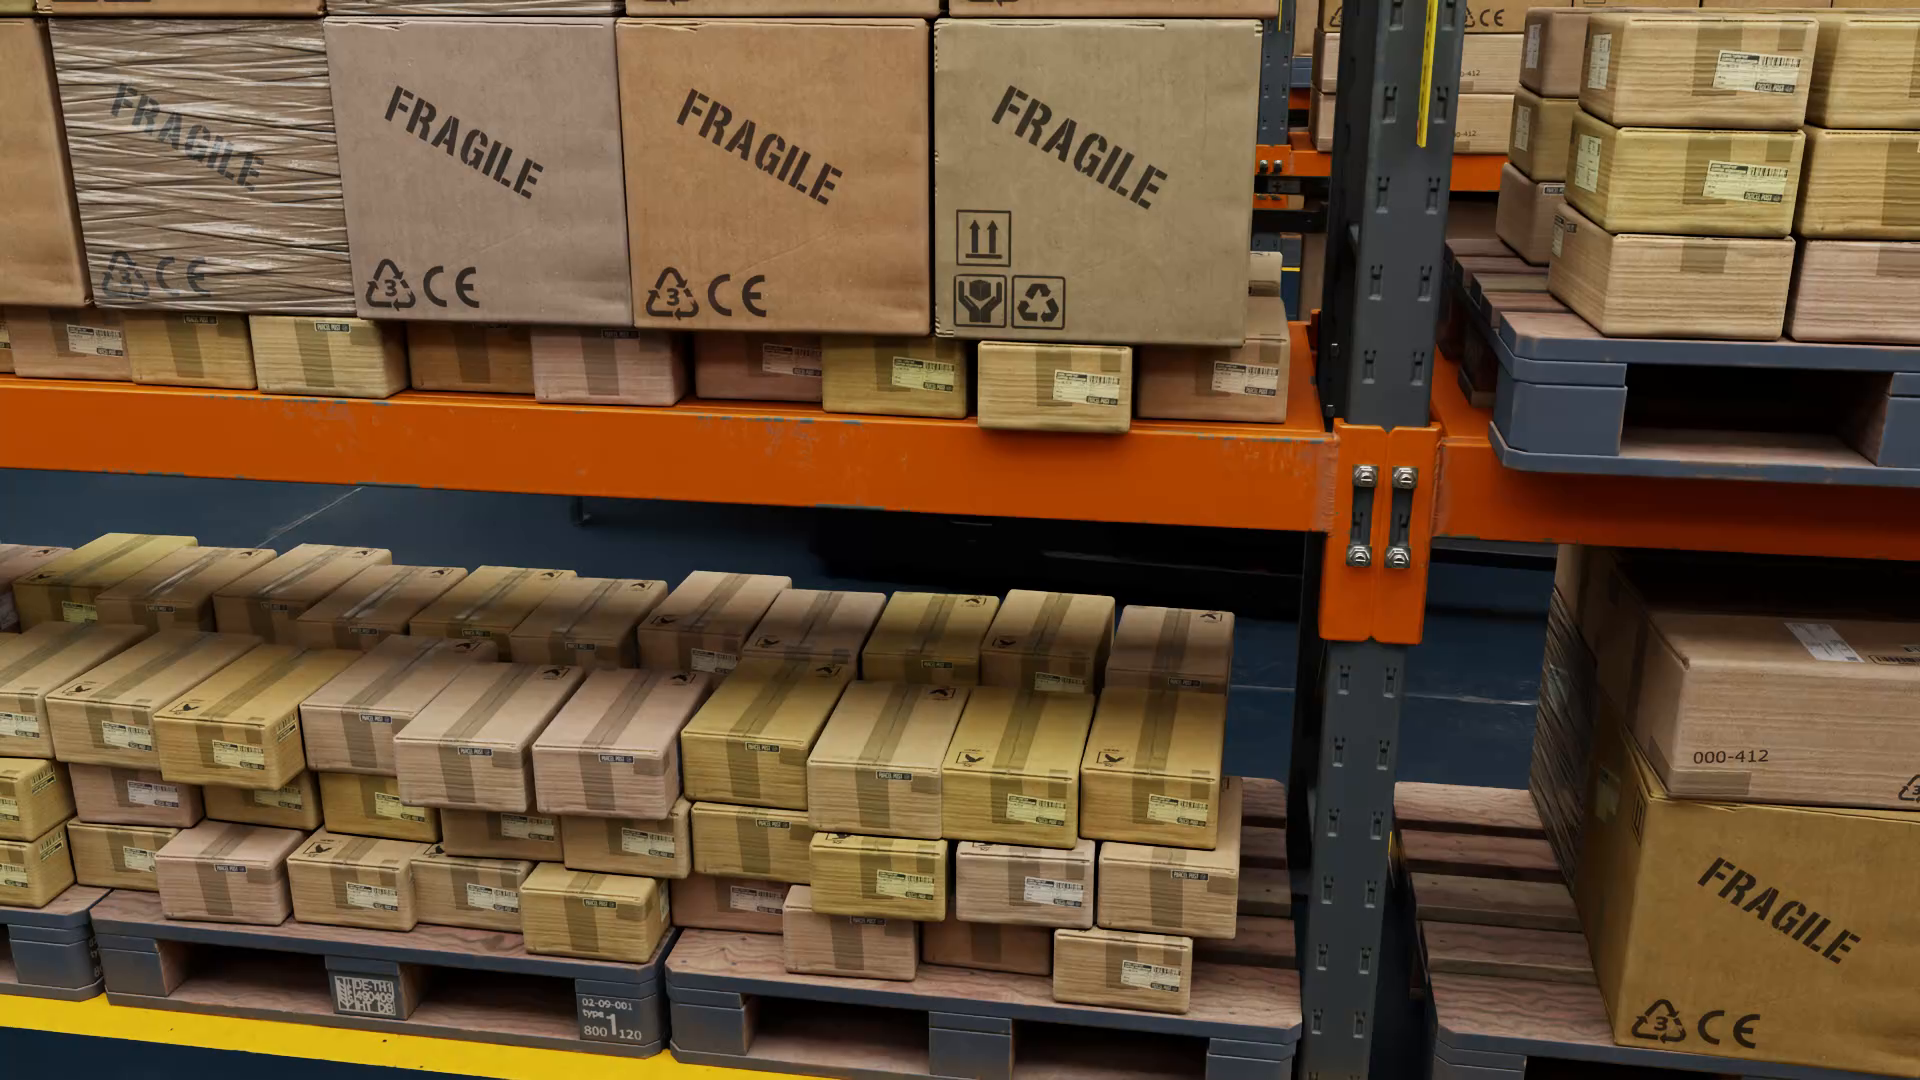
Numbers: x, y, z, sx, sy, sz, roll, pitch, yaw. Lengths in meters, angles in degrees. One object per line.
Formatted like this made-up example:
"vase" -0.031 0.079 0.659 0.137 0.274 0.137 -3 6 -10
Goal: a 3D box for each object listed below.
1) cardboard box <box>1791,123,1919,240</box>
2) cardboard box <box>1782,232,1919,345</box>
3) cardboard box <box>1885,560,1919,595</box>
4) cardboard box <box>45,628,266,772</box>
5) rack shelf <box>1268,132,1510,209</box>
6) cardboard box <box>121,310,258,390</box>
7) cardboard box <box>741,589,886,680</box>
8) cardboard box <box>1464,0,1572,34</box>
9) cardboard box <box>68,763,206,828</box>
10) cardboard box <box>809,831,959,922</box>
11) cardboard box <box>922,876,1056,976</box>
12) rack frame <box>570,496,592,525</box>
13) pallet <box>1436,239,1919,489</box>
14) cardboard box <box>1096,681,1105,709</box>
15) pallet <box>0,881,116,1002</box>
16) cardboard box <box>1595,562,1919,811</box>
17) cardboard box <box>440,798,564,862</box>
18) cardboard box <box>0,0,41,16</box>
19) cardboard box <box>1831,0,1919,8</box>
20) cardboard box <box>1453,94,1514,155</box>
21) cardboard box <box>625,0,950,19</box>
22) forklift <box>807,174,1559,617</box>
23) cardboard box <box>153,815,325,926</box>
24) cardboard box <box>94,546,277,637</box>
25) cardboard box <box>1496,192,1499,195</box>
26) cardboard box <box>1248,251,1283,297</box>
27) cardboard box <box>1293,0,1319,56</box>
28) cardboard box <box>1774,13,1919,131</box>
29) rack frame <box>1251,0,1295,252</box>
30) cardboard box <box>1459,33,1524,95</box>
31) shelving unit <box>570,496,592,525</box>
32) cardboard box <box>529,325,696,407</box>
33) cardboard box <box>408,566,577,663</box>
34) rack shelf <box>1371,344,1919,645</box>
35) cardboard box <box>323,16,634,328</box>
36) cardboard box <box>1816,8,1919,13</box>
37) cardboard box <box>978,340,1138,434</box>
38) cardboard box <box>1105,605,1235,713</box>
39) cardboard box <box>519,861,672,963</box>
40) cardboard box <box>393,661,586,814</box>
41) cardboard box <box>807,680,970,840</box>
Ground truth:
"cardboard box" 1.340 -0.550 2.486 0.250 0.149 0.380 3 19 8
"cardboard box" 1.359 -0.410 2.534 0.250 0.149 0.380 3 19 10
"cardboard box" 2.049 0.113 3.333 0.500 0.250 0.500 4 19 11
"cardboard box" -1.668 0.329 3.486 0.250 0.149 0.380 4 19 11
"rack shelf" 3.428 -1.620 7.550 4.000 0.370 1.077 3 19 9
"cardboard box" -1.365 -0.406 3.186 0.250 0.149 0.380 4 19 11
"cardboard box" -0.320 0.247 3.731 0.250 0.149 0.380 2 19 7
"cardboard box" 2.349 -2.454 7.177 0.500 0.500 0.500 3 19 8
"cardboard box" -1.674 0.458 3.569 0.250 0.149 0.380 2 19 6
"cardboard box" -0.130 0.572 3.228 0.250 0.149 0.380 2 19 7
"cardboard box" 0.084 0.695 3.330 0.250 0.149 0.380 3 19 10
"rack frame" -1.437 -0.846 6.468 0.032 1.500 0.500 5 19 14
"pallet" 1.500 -0.331 2.866 1.213 0.211 1.003 3 19 9
"cardboard box" 0.197 0.403 3.734 0.250 0.149 0.380 3 19 9
"pallet" -2.310 0.671 3.965 1.213 0.211 1.003 3 19 9
"cardboard box" 1.456 0.245 2.940 0.500 0.250 0.500 2 19 6
"cardboard box" -0.878 0.502 3.437 0.250 0.149 0.380 2 19 6
"cardboard box" -1.771 -1.207 2.982 0.500 0.500 0.500 2 19 7
"cardboard box" 3.854 -2.376 6.944 0.500 0.500 0.500 3 19 9
"cardboard box" 2.357 -1.860 7.371 0.500 0.250 0.500 2 19 7
"cardboard box" -0.250 -1.132 2.756 0.500 0.500 0.500 2 19 7
"forklift" 1.031 -1.306 5.586 3.031 2.935 1.130 5 19 14
"cardboard box" -1.463 0.640 3.493 0.250 0.149 0.380 2 19 6
"cardboard box" -1.858 0.148 4.028 0.250 0.149 0.380 2 19 6
"cardboard box" 2.972 -1.204 7.861 0.875 0.875 0.875 3 19 10
"cardboard box" 0.540 -0.503 3.476 0.250 0.149 0.380 4 19 11
"cardboard box" 2.679 -3.769 12.021 0.500 0.500 0.700 3 19 10
"cardboard box" 1.361 -0.692 2.440 0.250 0.149 0.380 3 19 10
"rack frame" 1.454 -2.062 7.737 0.127 3.000 1.000 3 19 9
"cardboard box" 2.363 -2.100 7.299 0.500 0.250 0.500 3 19 10
"shelving unit" -0.945 -0.806 6.348 1.048 1.500 0.538 5 19 14
"cardboard box" -0.601 -0.364 3.058 0.250 0.149 0.380 2 19 6
"cardboard box" -1.078 0.196 3.883 0.250 0.149 0.380 3 19 9
"rack shelf" 2.743 -0.064 2.900 4.000 0.370 1.077 3 19 9
"cardboard box" -0.758 -0.682 2.988 0.500 0.500 0.500 3 19 8
"cardboard box" 1.716 -0.882 3.008 0.250 0.149 0.380 2 19 7
"cardboard box" 0.177 -0.306 2.887 0.250 0.149 0.380 2 19 7
"cardboard box" 0.461 0.283 3.624 0.250 0.149 0.380 4 19 11
"cardboard box" -0.695 0.682 3.368 0.250 0.149 0.380 3 19 9
"cardboard box" -0.924 0.386 3.316 0.250 0.149 0.380 2 19 7
"cardboard box" -0.130 0.418 3.220 0.250 0.149 0.380 3 19 8
